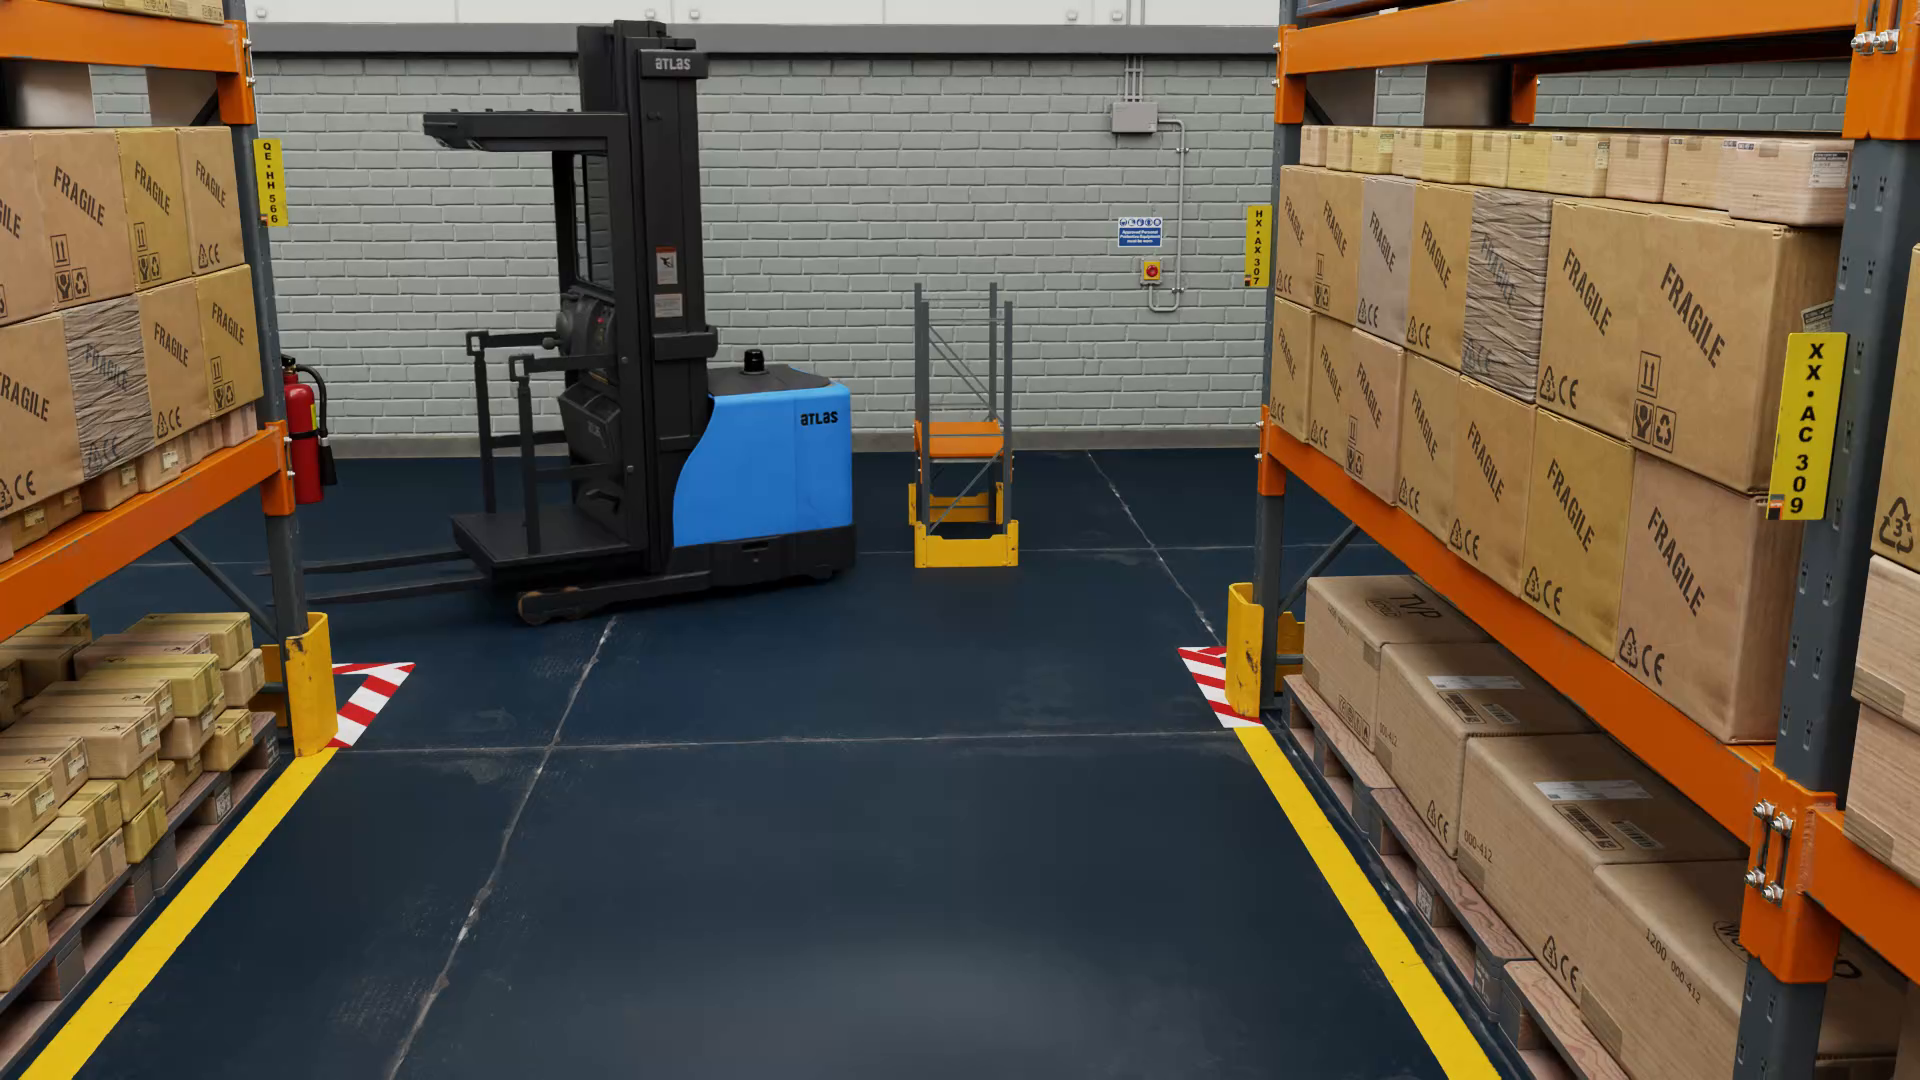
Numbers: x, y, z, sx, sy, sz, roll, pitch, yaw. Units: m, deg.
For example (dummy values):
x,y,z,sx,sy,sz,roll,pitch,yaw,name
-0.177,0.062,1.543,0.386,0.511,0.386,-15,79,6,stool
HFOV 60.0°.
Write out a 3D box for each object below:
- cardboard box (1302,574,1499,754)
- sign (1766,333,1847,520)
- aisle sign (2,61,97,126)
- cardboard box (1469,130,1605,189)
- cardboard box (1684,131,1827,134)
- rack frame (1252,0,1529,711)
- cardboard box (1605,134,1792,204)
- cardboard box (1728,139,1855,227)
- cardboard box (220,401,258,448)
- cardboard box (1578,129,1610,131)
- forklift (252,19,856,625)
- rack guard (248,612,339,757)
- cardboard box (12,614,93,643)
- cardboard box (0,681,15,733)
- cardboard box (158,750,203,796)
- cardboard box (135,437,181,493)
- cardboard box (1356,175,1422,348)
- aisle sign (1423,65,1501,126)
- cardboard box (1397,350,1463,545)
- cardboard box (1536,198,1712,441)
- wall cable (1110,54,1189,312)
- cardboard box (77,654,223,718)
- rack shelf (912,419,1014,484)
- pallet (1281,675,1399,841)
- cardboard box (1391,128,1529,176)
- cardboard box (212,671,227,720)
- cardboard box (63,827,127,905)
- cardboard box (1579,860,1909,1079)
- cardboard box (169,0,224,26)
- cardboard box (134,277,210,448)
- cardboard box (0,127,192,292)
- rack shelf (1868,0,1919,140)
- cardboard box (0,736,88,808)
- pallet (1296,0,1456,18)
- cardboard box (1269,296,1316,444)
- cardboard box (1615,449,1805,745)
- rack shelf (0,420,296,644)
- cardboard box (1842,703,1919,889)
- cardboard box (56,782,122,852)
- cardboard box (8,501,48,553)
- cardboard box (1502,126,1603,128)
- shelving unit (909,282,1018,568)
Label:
x,y,z,sx,sy,sz,roll,pitch,yaw,name
1.903,0.460,6.516,0.875,0.438,0.875,-1,14,-5,cardboard box
1.456,-0.193,2.862,0.100,0.325,0.005,-1,14,-3,sign
-3.476,-1.911,6.215,0.394,0.787,0.004,-1,14,-3,aisle sign
1.627,-1.043,4.552,0.380,0.149,0.250,-1,14,-3,cardboard box
2.120,-0.991,4.349,0.380,0.149,0.250,-1,14,-4,cardboard box
1.762,-0.740,6.881,1.000,3.000,0.127,-1,14,-3,rack frame
1.726,-0.855,3.822,0.380,0.149,0.250,-1,14,-4,cardboard box
1.673,-0.663,3.076,0.380,0.149,0.250,-1,14,-5,cardboard box
-2.870,-0.440,6.220,0.380,0.149,0.250,-1,14,-3,cardboard box
2.118,-1.184,5.098,0.380,0.149,0.250,-1,14,-2,cardboard box
-2.123,-1.142,8.583,3.031,2.935,1.130,-7,16,-27,forklift
-3.167,0.591,6.725,1.175,0.500,0.348,-1,14,-3,rack guard
-3.479,0.387,6.188,0.380,0.149,0.250,-2,15,-6,cardboard box
-3.356,0.578,5.443,0.380,0.149,0.250,-2,15,-6,cardboard box
-2.884,0.796,5.790,0.380,0.149,0.250,-1,14,-4,cardboard box
-2.822,-0.252,5.490,0.380,0.149,0.250,0,14,-2,cardboard box
1.586,-0.892,5.267,0.500,0.500,0.500,-1,14,-4,cardboard box
2.067,-2.021,6.645,0.394,0.787,0.004,-1,14,-3,aisle sign
1.626,-0.288,4.924,0.500,0.500,0.500,0,14,-2,cardboard box
1.682,-0.517,3.808,0.500,0.500,0.500,-1,14,-4,cardboard box
1.390,-2.649,12.200,0.585,1.953,0.123,-1,14,-3,wall cable
-2.785,0.505,5.730,0.380,0.149,0.250,-1,14,-5,cardboard box
0.005,-0.531,9.802,0.538,0.185,1.000,-1,14,-3,rack shelf
1.890,0.809,6.461,1.003,0.211,1.213,-1,14,-3,pallet
1.600,-1.234,5.292,0.380,0.149,0.250,-1,14,-3,cardboard box
-2.892,0.588,6.003,0.380,0.149,0.250,-1,14,-5,cardboard box
-2.780,0.988,5.044,0.380,0.149,0.250,-1,14,-2,cardboard box
2.078,1.135,3.895,0.875,0.438,0.875,-1,14,-4,cardboard box
-2.880,-1.909,5.708,0.500,0.250,0.500,-1,14,-5,cardboard box
-2.861,-0.595,5.520,0.500,0.500,0.500,-1,14,-4,cardboard box
-2.864,-1.079,5.395,0.500,0.500,0.500,-1,14,-5,cardboard box
2.134,-0.352,0.797,1.077,0.370,4.000,-1,14,-3,rack shelf
-2.855,0.703,4.958,0.380,0.149,0.250,-1,14,-5,cardboard box
1.819,-1.965,5.802,1.003,0.211,1.213,-1,14,-3,pallet
1.505,-0.664,6.388,0.500,0.500,0.500,-1,14,-4,cardboard box
1.726,0.095,3.435,0.500,0.500,0.500,-1,14,-3,cardboard box
-3.048,0.208,4.643,1.077,0.370,4.000,-1,14,-3,rack shelf
1.774,0.441,2.592,0.500,0.250,0.500,-1,14,-5,cardboard box
-2.778,0.844,5.008,0.380,0.149,0.250,0,14,-1,cardboard box
-2.845,-0.052,4.714,0.380,0.149,0.250,-1,14,-2,cardboard box
2.124,-1.375,5.840,0.380,0.149,0.250,-1,14,-4,cardboard box
0.005,-0.707,9.766,0.587,1.500,1.083,-1,14,-3,shelving unit
